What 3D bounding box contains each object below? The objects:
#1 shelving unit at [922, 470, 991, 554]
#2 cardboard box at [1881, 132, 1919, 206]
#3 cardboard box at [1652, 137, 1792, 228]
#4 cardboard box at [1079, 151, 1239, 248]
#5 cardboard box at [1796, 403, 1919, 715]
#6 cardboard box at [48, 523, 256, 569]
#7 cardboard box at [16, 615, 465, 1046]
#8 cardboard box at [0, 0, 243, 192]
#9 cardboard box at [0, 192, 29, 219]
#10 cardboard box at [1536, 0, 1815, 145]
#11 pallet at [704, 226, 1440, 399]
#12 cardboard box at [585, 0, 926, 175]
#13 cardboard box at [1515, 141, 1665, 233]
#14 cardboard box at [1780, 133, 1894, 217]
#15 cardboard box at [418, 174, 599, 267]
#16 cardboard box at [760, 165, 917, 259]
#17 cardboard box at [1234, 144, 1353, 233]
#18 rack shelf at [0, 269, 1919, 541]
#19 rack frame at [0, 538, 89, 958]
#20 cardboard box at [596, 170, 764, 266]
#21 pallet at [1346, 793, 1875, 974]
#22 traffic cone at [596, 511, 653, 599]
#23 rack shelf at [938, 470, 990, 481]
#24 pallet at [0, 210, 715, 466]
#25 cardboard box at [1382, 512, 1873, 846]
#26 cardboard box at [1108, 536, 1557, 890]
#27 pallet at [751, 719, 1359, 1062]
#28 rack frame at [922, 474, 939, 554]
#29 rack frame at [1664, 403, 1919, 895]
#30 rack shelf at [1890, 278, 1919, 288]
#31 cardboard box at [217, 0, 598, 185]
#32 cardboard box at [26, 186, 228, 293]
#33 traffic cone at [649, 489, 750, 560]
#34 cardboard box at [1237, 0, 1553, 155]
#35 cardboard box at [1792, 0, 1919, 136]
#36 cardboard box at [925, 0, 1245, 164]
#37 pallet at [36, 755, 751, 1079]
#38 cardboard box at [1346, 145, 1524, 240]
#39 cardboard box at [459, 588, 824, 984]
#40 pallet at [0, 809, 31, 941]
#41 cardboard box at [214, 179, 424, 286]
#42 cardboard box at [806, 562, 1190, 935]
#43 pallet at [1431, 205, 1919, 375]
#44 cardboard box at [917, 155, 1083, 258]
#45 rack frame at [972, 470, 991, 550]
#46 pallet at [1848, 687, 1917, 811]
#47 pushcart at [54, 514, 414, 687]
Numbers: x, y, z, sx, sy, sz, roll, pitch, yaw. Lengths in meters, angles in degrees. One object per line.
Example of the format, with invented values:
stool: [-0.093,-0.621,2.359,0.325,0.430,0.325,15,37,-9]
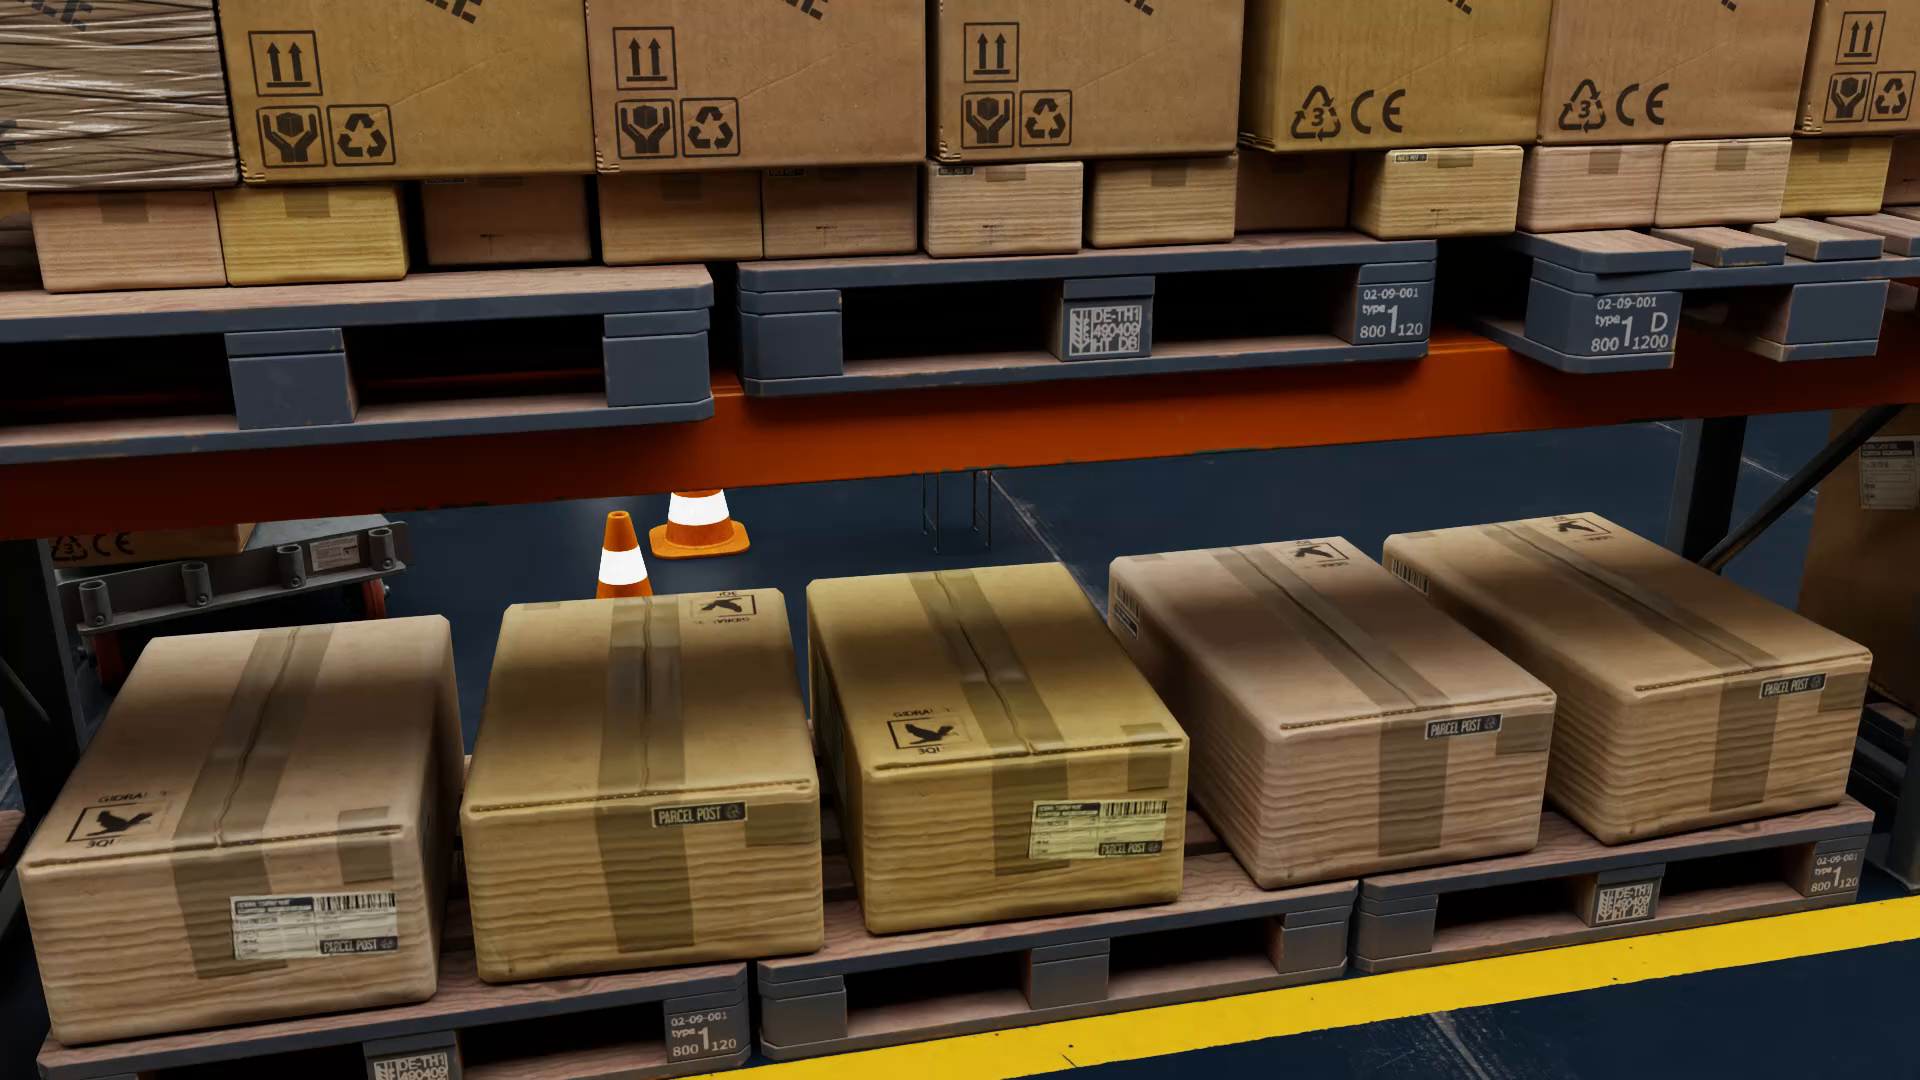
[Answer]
shelving unit: [-0.014,-0.562,5.605,0.189,1.200,0.258,-5,21,-12]
cardboard box: [1.781,-0.770,3.312,0.250,0.149,0.380,-4,20,-10]
cardboard box: [1.302,-0.690,3.092,0.250,0.149,0.380,-5,21,-13]
cardboard box: [0.292,-0.621,2.905,0.250,0.149,0.380,-5,21,-14]
cardboard box: [2.737,-0.022,3.993,0.875,0.875,0.875,-5,21,-13]
cardboard box: [-2.285,-0.255,4.682,0.500,0.500,0.500,-5,21,-12]
cardboard box: [-1.337,0.515,3.258,0.625,0.372,0.950,-4,21,-12]
cardboard box: [-1.324,-0.804,2.461,0.500,0.500,0.500,-4,21,-11]
cardboard box: [-3.712,-1.301,7.485,0.875,0.875,0.875,-4,21,-12]
cardboard box: [1.167,-1.006,3.012,0.500,0.500,0.500,-5,21,-13]
pallet: [0.129,-0.536,3.194,1.213,0.211,1.003,-5,21,-12]
cardboard box: [-0.353,-0.879,2.664,0.500,0.500,0.500,-5,21,-13]
cardboard box: [1.055,-0.673,3.045,0.250,0.149,0.380,-6,21,-15]
cardboard box: [1.537,-0.725,3.188,0.250,0.149,0.380,-4,21,-12]
cardboard box: [-0.733,-0.561,2.741,0.250,0.149,0.380,-3,20,-9]
cardboard box: [-0.232,-0.587,2.810,0.250,0.149,0.380,-4,21,-12]
cardboard box: [0.517,-0.669,3.034,0.250,0.149,0.380,-4,21,-12]
rack shelf: [0.100,-0.300,3.318,4.000,0.370,1.077,-5,21,-12]
rack frame: [-1.847,-0.479,2.762,0.127,3.000,1.000,-5,21,-12]
cardboard box: [-0.473,-0.568,2.758,0.250,0.149,0.380,-4,21,-12]
pallet: [1.285,0.575,3.939,1.213,0.211,1.003,-5,21,-12]
traffic cone: [-0.962,0.145,4.746,0.334,0.463,0.336,-5,21,-12]
rack shelf: [-0.014,-0.295,5.703,0.180,0.103,0.258,-5,21,-12]
pallet: [-1.069,-0.401,2.828,1.213,0.211,1.003,-5,21,-12]
cardboard box: [1.494,0.282,3.893,0.625,0.372,0.950,-6,21,-16]
cardboard box: [0.778,0.343,3.727,0.625,0.372,0.950,-5,21,-14]
pallet: [0.100,0.670,3.678,1.213,0.211,1.003,-5,21,-12]
rack frame: [-0.103,-0.555,5.585,0.006,1.200,0.240,-5,21,-12]
rack frame: [2.046,-0.796,3.627,0.127,3.000,1.000,-5,21,-12]
rack shelf: [3.992,-0.616,4.182,4.000,0.370,1.077,-5,21,-12]
cardboard box: [-0.837,-0.844,2.570,0.500,0.500,0.500,-5,21,-12]
cardboard box: [-1.236,-0.497,2.564,0.250,0.149,0.380,-4,21,-12]
traffic cone: [-0.910,-0.213,5.722,0.334,0.463,0.336,-5,21,-12]
cardboard box: [0.676,-0.966,2.902,0.500,0.500,0.500,-6,21,-16]
cardboard box: [1.668,-1.051,3.134,0.500,0.500,0.500,-5,21,-14]
cardboard box: [0.145,-0.923,2.785,0.500,0.500,0.500,-6,21,-15]
pallet: [-1.089,0.768,3.412,1.213,0.211,1.003,-5,21,-12]
cardboard box: [0.791,-0.646,2.973,0.250,0.149,0.380,-4,21,-12]
cardboard box: [-0.638,0.457,3.416,0.625,0.372,0.950,-3,20,-9]
pallet: [-2.492,0.895,3.065,1.213,0.211,1.003,-5,21,-12]
cardboard box: [-0.991,-0.513,2.610,0.250,0.149,0.380,-4,21,-11]
cardboard box: [0.038,0.401,3.568,0.625,0.372,0.950,-4,20,-11]
pallet: [1.377,-0.614,3.408,1.003,0.211,1.213,-5,21,-12]
cardboard box: [0.039,-0.590,2.820,0.250,0.149,0.380,-4,20,-10]
rack frame: [0.075,-0.569,5.625,0.006,1.200,0.240,-5,21,-12]
pallet: [2.831,0.476,4.208,1.213,0.211,1.003,-5,21,-12]
pushcart: [-2.420,-0.007,5.286,0.936,0.377,1.648,-13,24,-31]
